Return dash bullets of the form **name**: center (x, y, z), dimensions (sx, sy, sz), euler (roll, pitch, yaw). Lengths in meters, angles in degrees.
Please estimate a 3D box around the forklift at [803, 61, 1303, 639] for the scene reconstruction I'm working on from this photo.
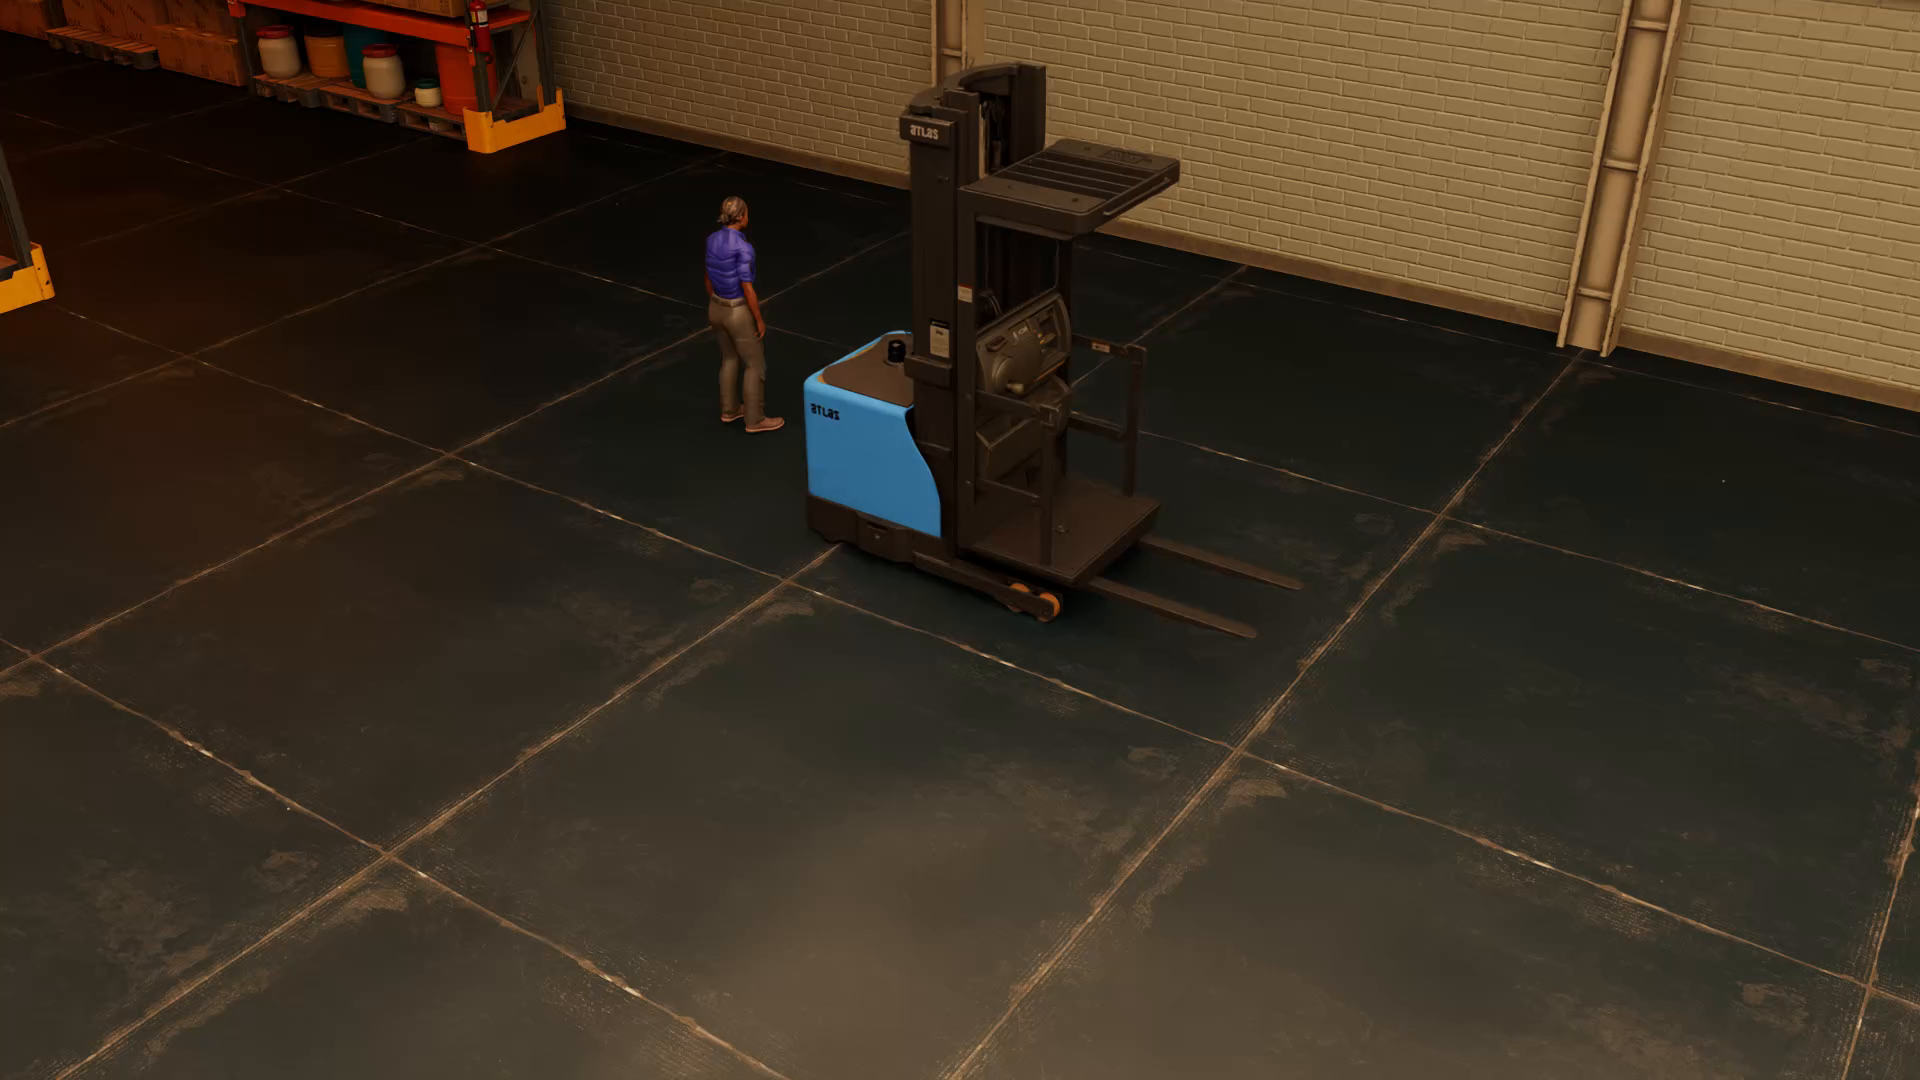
- **forklift**: center (0.541, -1.097, 9.471), dimensions (3.031, 2.935, 1.130), euler (19, 35, 29)

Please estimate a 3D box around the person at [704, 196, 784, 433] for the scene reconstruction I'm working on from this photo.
- **person**: center (-1.541, -1.562, 11.545), dimensions (0.529, 1.653, 0.349), euler (25, 38, 36)
